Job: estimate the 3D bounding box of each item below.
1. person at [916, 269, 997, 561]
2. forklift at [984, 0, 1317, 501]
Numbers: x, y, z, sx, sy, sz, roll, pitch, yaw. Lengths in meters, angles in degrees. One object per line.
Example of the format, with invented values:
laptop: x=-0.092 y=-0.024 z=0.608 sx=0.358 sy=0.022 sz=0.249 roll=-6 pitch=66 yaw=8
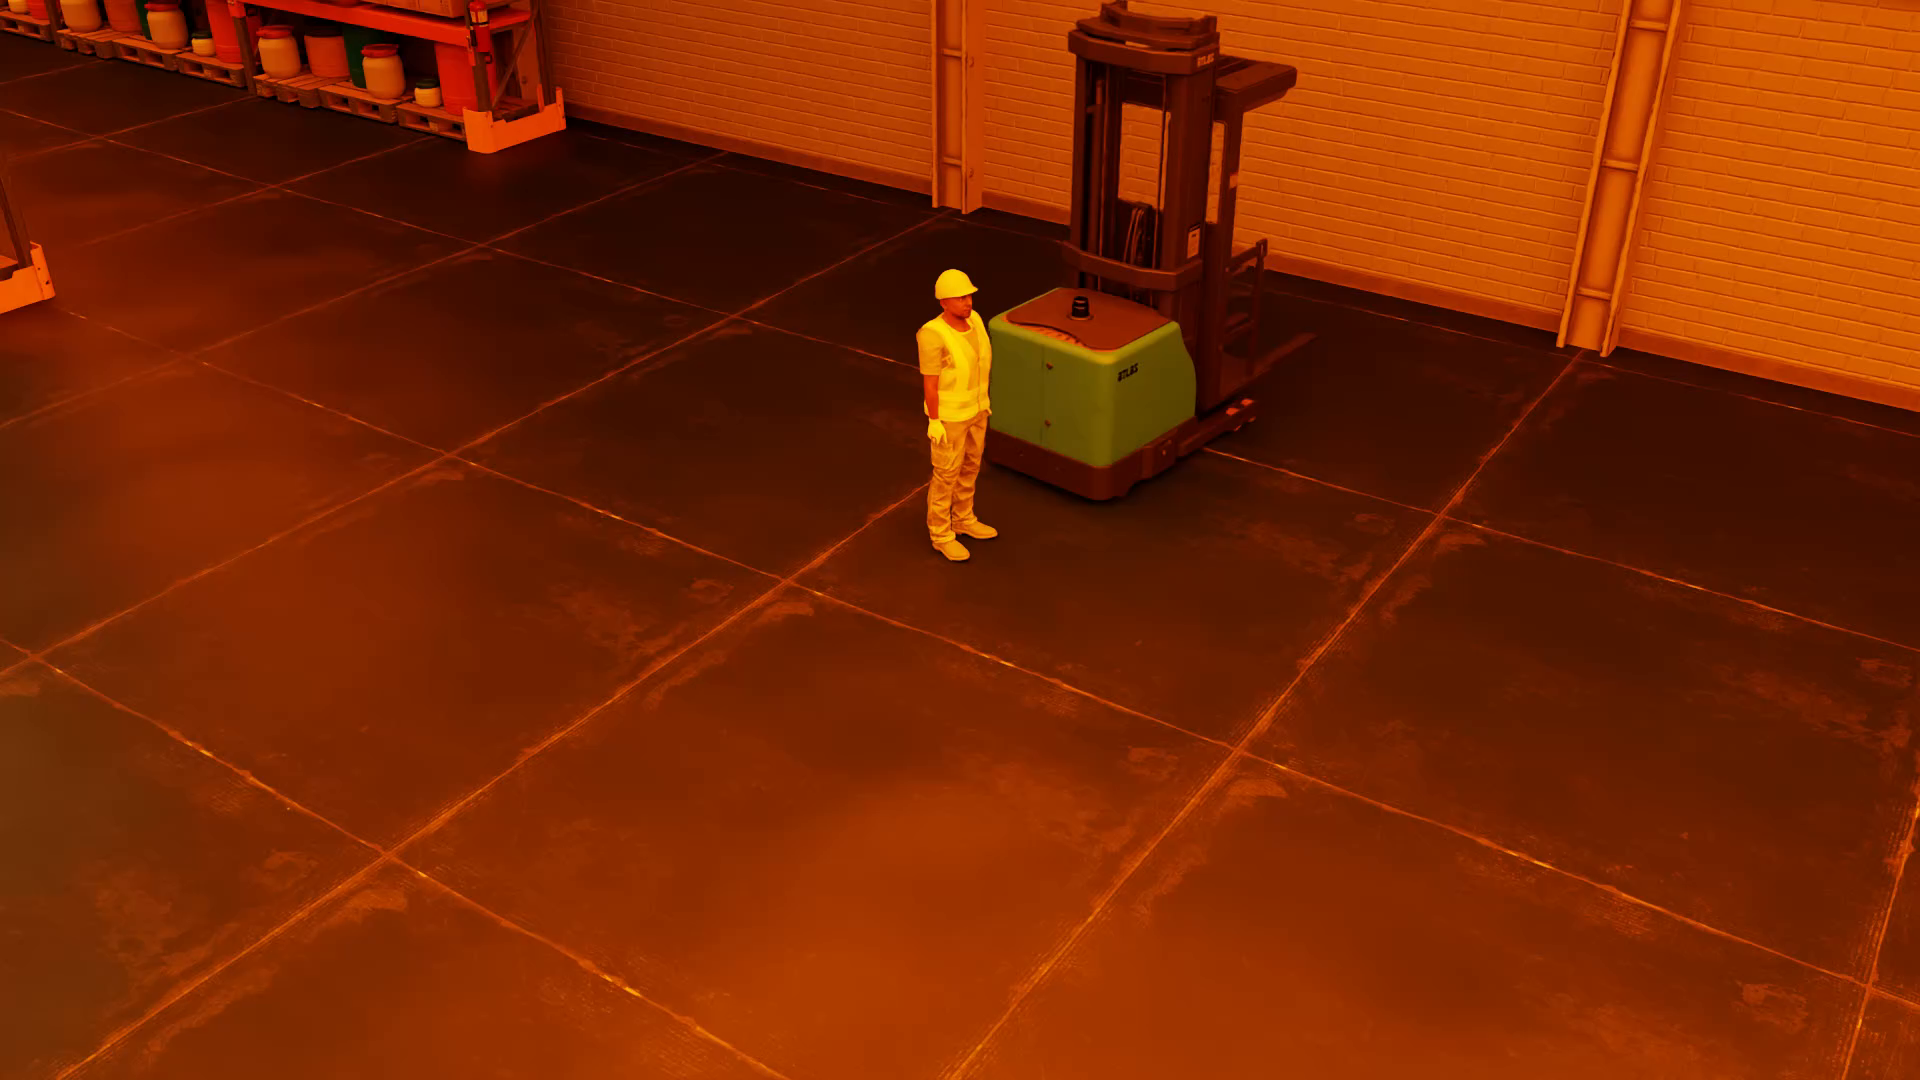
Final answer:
person: x=0.003 y=-0.772 z=10.053 sx=0.387 sy=1.789 sz=0.543 roll=19 pitch=35 yaw=29
forklift: x=1.506 y=-2.188 z=11.349 sx=1.130 sy=2.935 sz=3.031 roll=23 pitch=37 yaw=34
